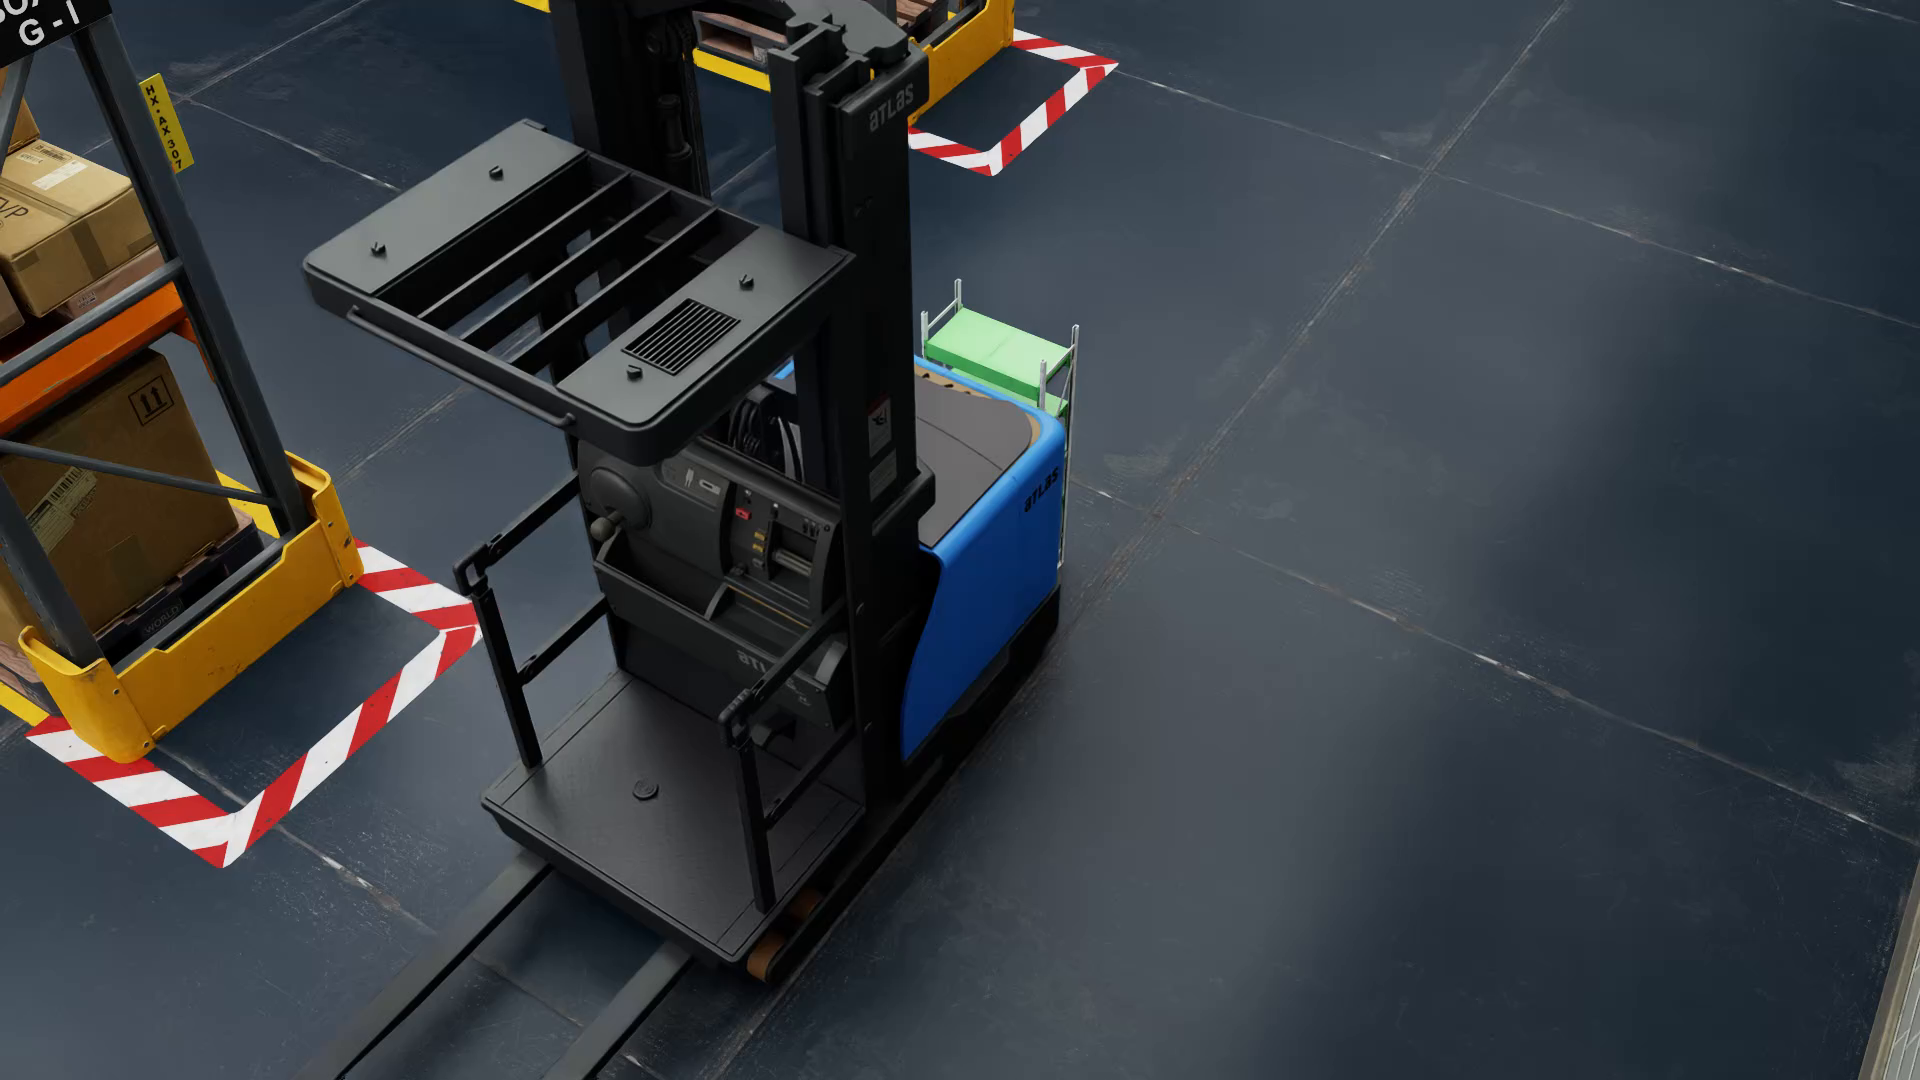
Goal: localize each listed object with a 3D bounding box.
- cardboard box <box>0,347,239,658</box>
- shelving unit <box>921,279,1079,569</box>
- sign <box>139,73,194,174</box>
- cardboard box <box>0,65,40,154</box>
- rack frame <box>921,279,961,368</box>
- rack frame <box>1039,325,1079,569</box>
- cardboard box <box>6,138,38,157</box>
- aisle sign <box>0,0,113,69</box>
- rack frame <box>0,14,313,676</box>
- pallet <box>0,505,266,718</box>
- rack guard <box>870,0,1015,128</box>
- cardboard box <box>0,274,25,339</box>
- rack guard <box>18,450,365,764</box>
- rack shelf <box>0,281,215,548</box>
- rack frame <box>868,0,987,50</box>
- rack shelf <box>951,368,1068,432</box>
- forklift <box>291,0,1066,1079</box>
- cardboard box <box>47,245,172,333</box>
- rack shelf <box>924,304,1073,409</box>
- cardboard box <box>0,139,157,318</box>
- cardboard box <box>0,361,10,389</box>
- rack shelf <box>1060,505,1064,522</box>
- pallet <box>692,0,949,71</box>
[{"bbox_3d":[-3.411,-0.258,6.097,0.875,0.875,0.875,25,51,22],"label":"cardboard box"},{"bbox_3d":[0.139,-0.354,6.257,0.503,1.200,0.258,25,51,22],"label":"shelving unit"},{"bbox_3d":[-2.524,-1.314,5.277,0.005,0.325,0.100,25,51,22],"label":"sign"},{"bbox_3d":[-3.508,-1.507,5.497,0.500,0.500,0.500,24,50,21],"label":"cardboard box"},{"bbox_3d":[-0.066,-0.449,6.349,0.015,1.200,0.240,25,51,22],"label":"rack frame"},{"bbox_3d":[0.345,-0.260,6.166,0.015,1.200,0.240,25,51,22],"label":"rack frame"},{"bbox_3d":[-3.528,-1.250,5.770,0.500,0.250,0.500,24,51,22],"label":"cardboard box"},{"bbox_3d":[-2.606,-1.711,4.509,0.004,0.787,0.394,25,51,22],"label":"aisle sign"},{"bbox_3d":[-2.829,-0.652,5.292,0.127,3.000,1.000,25,51,22],"label":"rack frame"},{"bbox_3d":[-3.544,0.057,6.547,1.213,0.211,1.003,25,51,22],"label":"pallet"},{"bbox_3d":[-0.128,-2.770,9.093,0.348,0.500,1.175,25,51,22],"label":"rack guard"},{"bbox_3d":[-3.380,-0.731,5.266,0.500,0.250,0.500,24,50,22],"label":"cardboard box"},{"bbox_3d":[-2.809,0.228,6.180,0.348,0.500,1.175,25,51,22],"label":"rack guard"},{"bbox_3d":[-4.512,-1.176,6.303,4.000,0.370,1.077,25,51,22],"label":"rack shelf"},{"bbox_3d":[-0.155,-3.642,8.198,0.127,3.000,1.000,25,51,22],"label":"rack frame"},{"bbox_3d":[0.139,-0.477,6.131,0.480,0.148,0.258,25,51,22],"label":"rack shelf"},{"bbox_3d":[-0.863,0.006,4.700,1.130,2.935,3.031,26,51,23],"label":"forklift"},{"bbox_3d":[-2.950,-0.901,5.709,0.250,0.149,0.380,25,51,23],"label":"cardboard box"},{"bbox_3d":[0.139,-0.644,5.959,0.480,0.148,0.258,25,51,22],"label":"rack shelf"},{"bbox_3d":[-3.087,-1.052,5.578,0.500,0.250,0.500,23,50,21],"label":"cardboard box"},{"bbox_3d":[-3.307,-0.504,5.323,0.250,0.149,0.380,26,51,23],"label":"cardboard box"},{"bbox_3d":[0.139,-0.142,6.475,0.480,0.148,0.258,25,51,22],"label":"rack shelf"},{"bbox_3d":[-0.828,-3.013,9.531,1.213,0.211,1.003,25,51,22],"label":"pallet"}]
